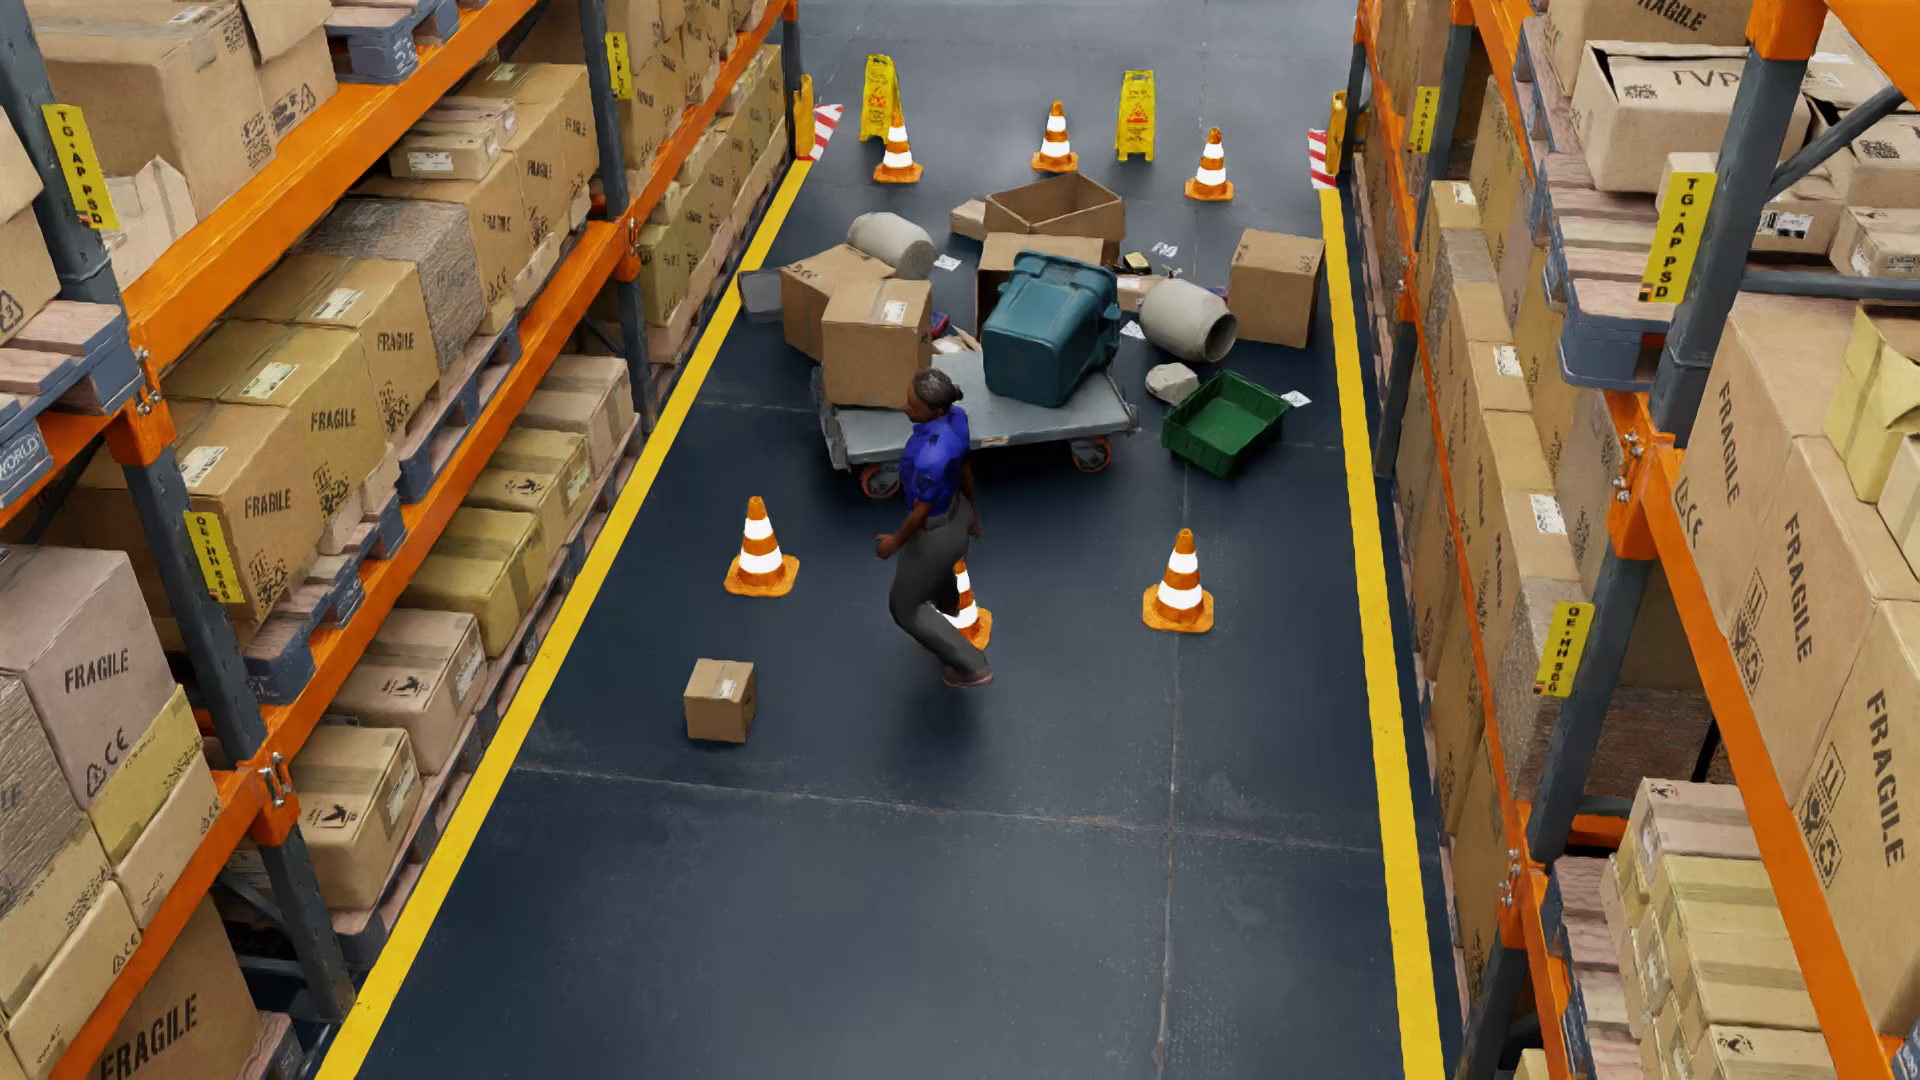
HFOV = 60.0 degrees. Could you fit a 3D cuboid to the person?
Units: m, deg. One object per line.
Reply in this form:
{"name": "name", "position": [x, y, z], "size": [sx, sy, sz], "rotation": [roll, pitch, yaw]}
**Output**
{"name": "person", "position": [-0.078, -0.095, 7.168], "size": [0.538, 1.614, 0.667], "rotation": [5, 37, 7]}
